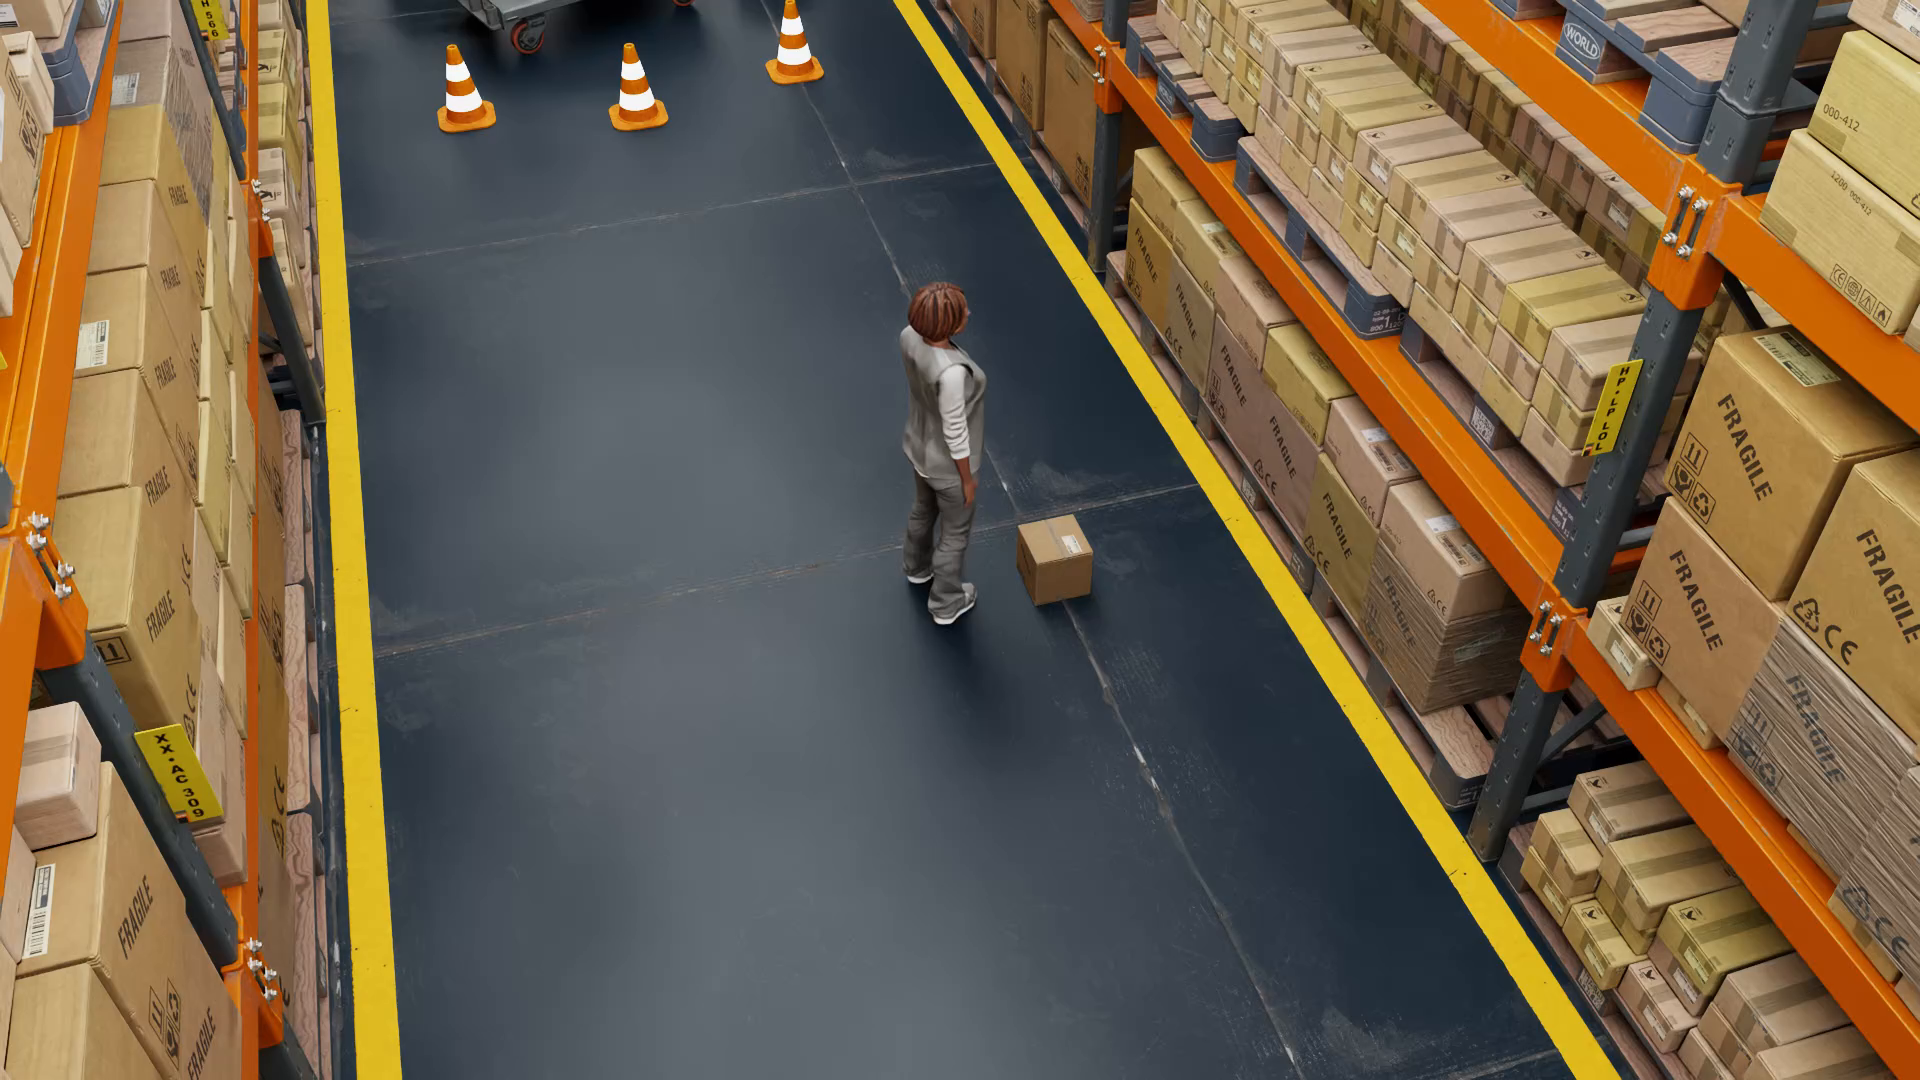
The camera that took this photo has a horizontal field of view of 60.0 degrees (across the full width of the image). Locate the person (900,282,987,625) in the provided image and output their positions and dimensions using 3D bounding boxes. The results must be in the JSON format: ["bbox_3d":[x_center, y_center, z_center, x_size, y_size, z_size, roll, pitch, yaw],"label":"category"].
[{"bbox_3d":[-0.052,-0.335,6.509,0.328,1.612,0.454,-19,46,-20],"label":"person"}]
